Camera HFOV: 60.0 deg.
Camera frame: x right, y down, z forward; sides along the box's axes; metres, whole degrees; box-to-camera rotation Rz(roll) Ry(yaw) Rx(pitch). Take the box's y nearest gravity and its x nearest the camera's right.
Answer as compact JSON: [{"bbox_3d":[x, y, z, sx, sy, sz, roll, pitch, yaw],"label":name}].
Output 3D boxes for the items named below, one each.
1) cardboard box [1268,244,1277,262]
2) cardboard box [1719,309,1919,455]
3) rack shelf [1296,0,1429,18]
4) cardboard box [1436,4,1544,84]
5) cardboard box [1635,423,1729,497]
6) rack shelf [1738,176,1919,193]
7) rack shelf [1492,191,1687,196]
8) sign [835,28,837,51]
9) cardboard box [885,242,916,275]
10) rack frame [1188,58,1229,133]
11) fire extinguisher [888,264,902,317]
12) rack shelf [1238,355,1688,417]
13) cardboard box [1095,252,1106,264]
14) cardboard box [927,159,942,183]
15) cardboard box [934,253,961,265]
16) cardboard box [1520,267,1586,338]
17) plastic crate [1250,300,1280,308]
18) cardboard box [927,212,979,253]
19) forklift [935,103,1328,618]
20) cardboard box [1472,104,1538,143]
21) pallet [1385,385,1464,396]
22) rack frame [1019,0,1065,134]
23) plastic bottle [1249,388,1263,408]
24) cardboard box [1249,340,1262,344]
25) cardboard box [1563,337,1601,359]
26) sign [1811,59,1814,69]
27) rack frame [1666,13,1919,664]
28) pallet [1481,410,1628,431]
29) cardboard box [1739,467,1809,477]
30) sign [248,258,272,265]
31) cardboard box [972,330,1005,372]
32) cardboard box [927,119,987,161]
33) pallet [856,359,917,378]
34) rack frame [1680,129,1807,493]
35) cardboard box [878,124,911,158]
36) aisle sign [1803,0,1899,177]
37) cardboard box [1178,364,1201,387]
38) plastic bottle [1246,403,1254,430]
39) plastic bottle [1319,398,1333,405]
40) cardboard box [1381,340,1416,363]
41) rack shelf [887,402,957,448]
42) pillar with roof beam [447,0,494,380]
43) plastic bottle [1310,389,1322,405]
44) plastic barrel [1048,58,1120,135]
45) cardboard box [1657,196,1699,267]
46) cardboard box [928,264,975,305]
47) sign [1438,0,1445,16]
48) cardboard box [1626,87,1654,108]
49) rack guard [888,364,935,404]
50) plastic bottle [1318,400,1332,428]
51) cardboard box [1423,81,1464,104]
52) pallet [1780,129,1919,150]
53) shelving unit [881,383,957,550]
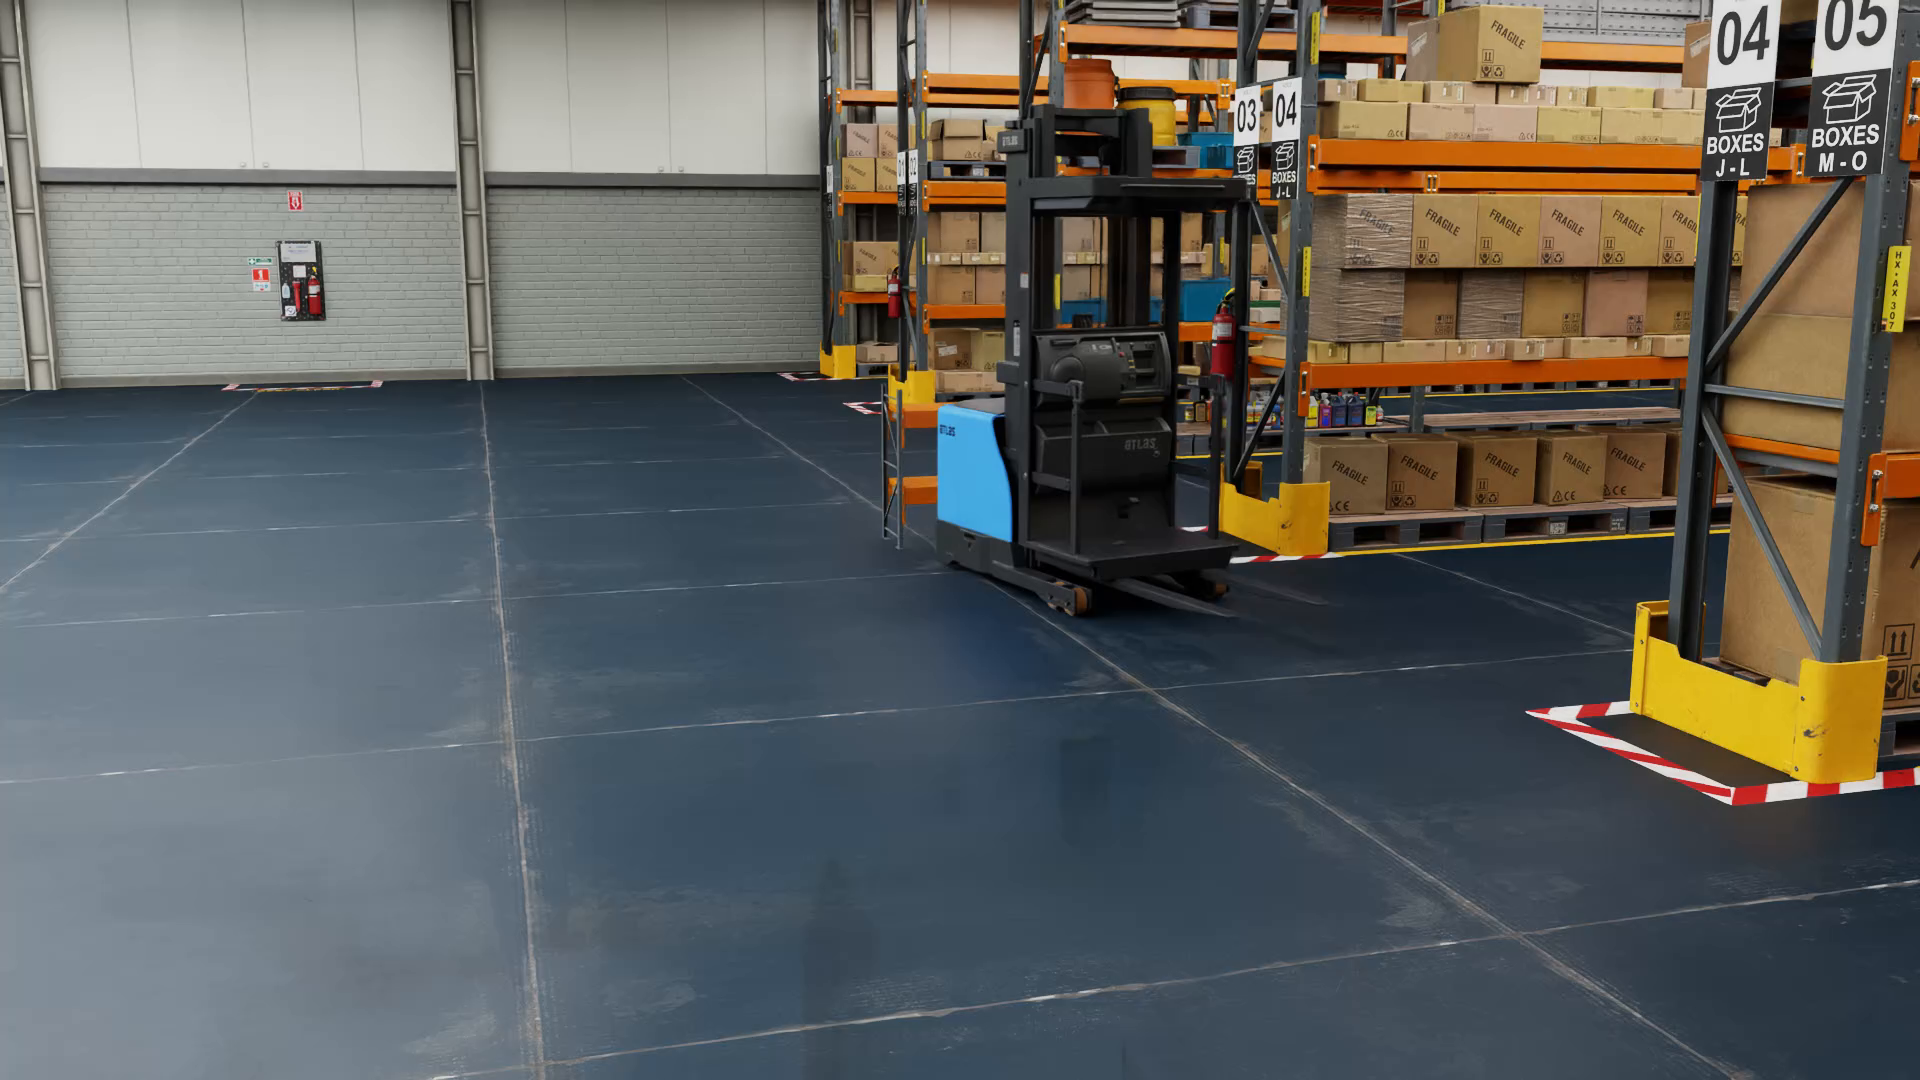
[{"bbox_3d":[5.245,-4.694,27.769,0.500,0.500,0.700,-4,11,-23],"label":"cardboard box"},{"bbox_3d":[3.799,-0.699,7.146,0.550,0.550,0.875,-3,11,-16],"label":"cardboard box"},{"bbox_3d":[7.614,-8.787,27.728,4.000,0.370,1.077,-3,11,-16],"label":"rack shelf"},{"bbox_3d":[3.667,-3.411,11.526,0.500,0.500,0.500,-3,11,-16],"label":"cardboard box"},{"bbox_3d":[5.611,-0.633,12.942,0.500,0.500,0.500,-3,11,-18],"label":"cardboard box"},{"bbox_3d":[10.383,-3.955,18.945,4.000,0.370,1.077,-3,11,-16],"label":"rack shelf"},{"bbox_3d":[9.002,-4.816,23.624,4.000,0.370,1.077,-3,11,-16],"label":"rack shelf"},{"bbox_3d":[-1.836,-7.404,24.611,0.005,0.325,0.100,-3,11,-16],"label":"sign"},{"bbox_3d":[-0.968,-4.349,25.676,0.500,0.500,0.500,-3,11,-16],"label":"cardboard box"},{"bbox_3d":[3.241,-6.341,21.638,0.127,3.000,1.000,-3,11,-16],"label":"rack frame"},{"bbox_3d":[-0.843,-3.225,21.494,0.183,0.674,0.296,-3,11,-16],"label":"fire extinguisher"},{"bbox_3d":[4.086,-1.214,12.341,4.000,0.370,1.077,-3,11,-16],"label":"rack shelf"},{"bbox_3d":[1.821,-3.644,21.488,0.250,0.149,0.380,-3,11,-14],"label":"cardboard box"},{"bbox_3d":[-0.573,-5.605,25.592,0.500,0.500,0.500,-2,11,-13],"label":"cardboard box"},{"bbox_3d":[-0.162,-3.539,20.918,0.250,0.149,0.380,-3,11,-16],"label":"cardboard box"},{"bbox_3d":[4.124,-1.772,12.289,0.500,0.500,0.875,-3,11,-16],"label":"cardboard box"},{"bbox_3d":[3.240,-2.406,17.415,0.662,0.188,0.450,-3,11,-16],"label":"plastic crate"},{"bbox_3d":[-0.097,-3.900,21.086,0.500,0.500,0.700,-3,11,-16],"label":"cardboard box"},{"bbox_3d":[0.977,-1.094,9.891,1.130,2.935,3.031,-6,12,-28],"label":"forklift"},{"bbox_3d":[3.671,-2.899,11.636,0.500,0.250,0.500,-3,11,-16],"label":"cardboard box"},{"bbox_3d":[6.281,-2.187,23.343,1.213,0.211,1.003,-3,11,-16],"label":"pallet"},{"bbox_3d":[0.782,-5.278,15.860,0.127,3.000,1.000,-3,11,-16],"label":"rack frame"},{"bbox_3d":[3.142,-1.443,17.704,0.185,0.351,0.144,-3,11,-16],"label":"plastic bottle"},{"bbox_3d":[4.048,-2.619,22.872,0.500,0.311,0.500,-3,11,-14],"label":"cardboard box"},{"bbox_3d":[4.438,-1.410,12.113,0.250,0.149,0.380,-3,11,-16],"label":"cardboard box"},{"bbox_3d":[6.166,-3.304,11.997,0.005,0.325,0.100,-3,11,-16],"label":"sign"},{"bbox_3d":[3.455,-0.599,7.014,0.127,3.000,1.000,-3,11,-16],"label":"rack frame"},{"bbox_3d":[6.539,-1.267,18.346,1.213,0.211,1.003,-3,11,-16],"label":"pallet"},{"bbox_3d":[6.602,-0.683,13.160,0.500,0.500,0.700,-4,11,-20],"label":"cardboard box"},{"bbox_3d":[-10.254,-4.080,24.362,0.331,0.109,0.001,-3,11,-16],"label":"sign"},{"bbox_3d":[0.457,-2.426,21.301,0.500,0.500,0.500,-3,11,-16],"label":"cardboard box"},{"bbox_3d":[-0.046,-5.018,20.904,0.637,0.503,0.797,-2,11,-12],"label":"cardboard box"},{"bbox_3d":[-1.125,-2.717,26.221,1.213,0.211,1.003,-3,11,-16],"label":"pallet"},{"bbox_3d":[6.007,-1.669,12.825,0.127,3.000,1.000,-3,11,-16],"label":"rack frame"},{"bbox_3d":[-1.054,-6.069,25.352,0.500,0.500,0.500,-3,11,-17],"label":"cardboard box"},{"bbox_3d":[3.471,-1.822,6.476,0.004,0.787,0.394,-3,11,-16],"label":"aisle sign"},{"bbox_3d":[2.857,-2.184,22.058,0.500,0.250,0.500,-3,11,-16],"label":"cardboard box"},{"bbox_3d":[2.939,-1.257,16.908,0.097,0.271,0.097,0,10,0],"label":"plastic bottle"},{"bbox_3d":[3.835,-1.339,17.340,0.135,0.276,0.152,-3,11,-16],"label":"plastic bottle"},{"bbox_3d":[2.996,-1.335,11.707,0.250,0.149,0.380,-3,11,-16],"label":"cardboard box"},{"bbox_3d":[0.006,-0.841,11.894,1.000,0.278,0.538,-3,11,-16],"label":"rack shelf"},{"bbox_3d":[-6.115,-6.134,20.509,0.400,9.000,9.100,-3,11,-16],"label":"pillar with roof beam"},{"bbox_3d":[3.771,-1.449,17.736,0.185,0.351,0.144,-3,11,-16],"label":"plastic bottle"},{"bbox_3d":[1.213,-4.267,16.308,0.708,0.830,0.600,-3,11,-16],"label":"plastic barrel"},{"bbox_3d":[5.172,-2.260,12.177,0.500,0.500,0.500,-3,11,-16],"label":"cardboard box"},{"bbox_3d":[-0.147,-3.259,21.188,0.500,0.500,0.700,-3,11,-16],"label":"cardboard box"},{"bbox_3d":[4.765,-5.281,16.456,0.005,0.325,0.100,-3,11,-16],"label":"sign"},{"bbox_3d":[4.750,-3.155,11.930,0.250,0.149,0.380,-3,11,-14],"label":"cardboard box"},{"bbox_3d":[-0.622,-1.958,21.301,0.348,0.500,1.175,-3,11,-16],"label":"rack guard"},{"bbox_3d":[3.755,-1.302,17.122,0.133,0.283,0.061,-2,11,-12],"label":"plastic bottle"},{"bbox_3d":[3.261,-3.069,11.462,0.250,0.149,0.380,-3,11,-14],"label":"cardboard box"},{"bbox_3d":[6.629,-3.064,12.640,1.003,0.211,1.213,-3,11,-16],"label":"pallet"},{"bbox_3d":[0.006,-0.554,11.946,1.048,1.125,0.538,-3,11,-16],"label":"shelving unit"}]
